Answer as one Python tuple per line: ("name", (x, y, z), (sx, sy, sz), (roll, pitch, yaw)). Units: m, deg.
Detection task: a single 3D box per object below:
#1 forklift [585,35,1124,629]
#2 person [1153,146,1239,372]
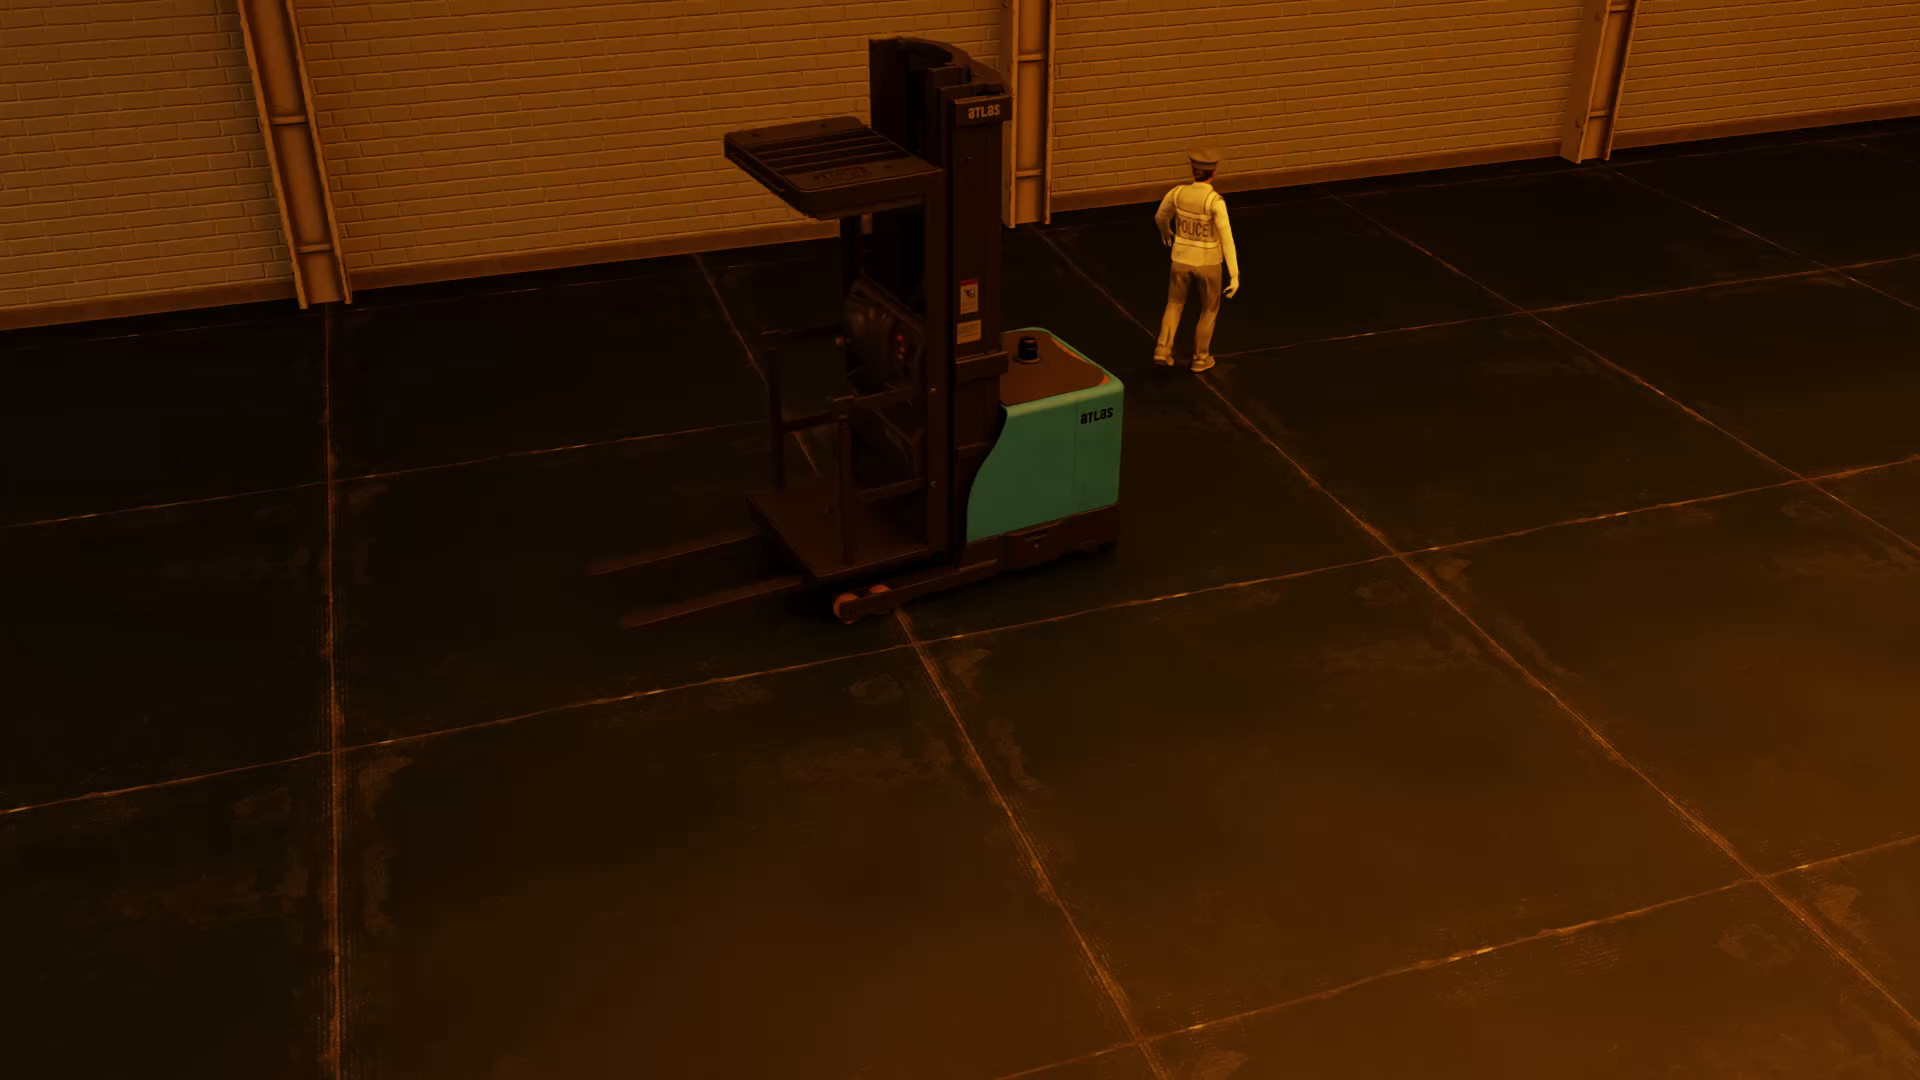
("forklift", (-0.599, -1.108, 9.012), (3.031, 2.935, 1.130), (-15, 33, -24))
("person", (1.672, -1.946, 11.764), (0.753, 1.652, 0.594), (16, 34, 26))
